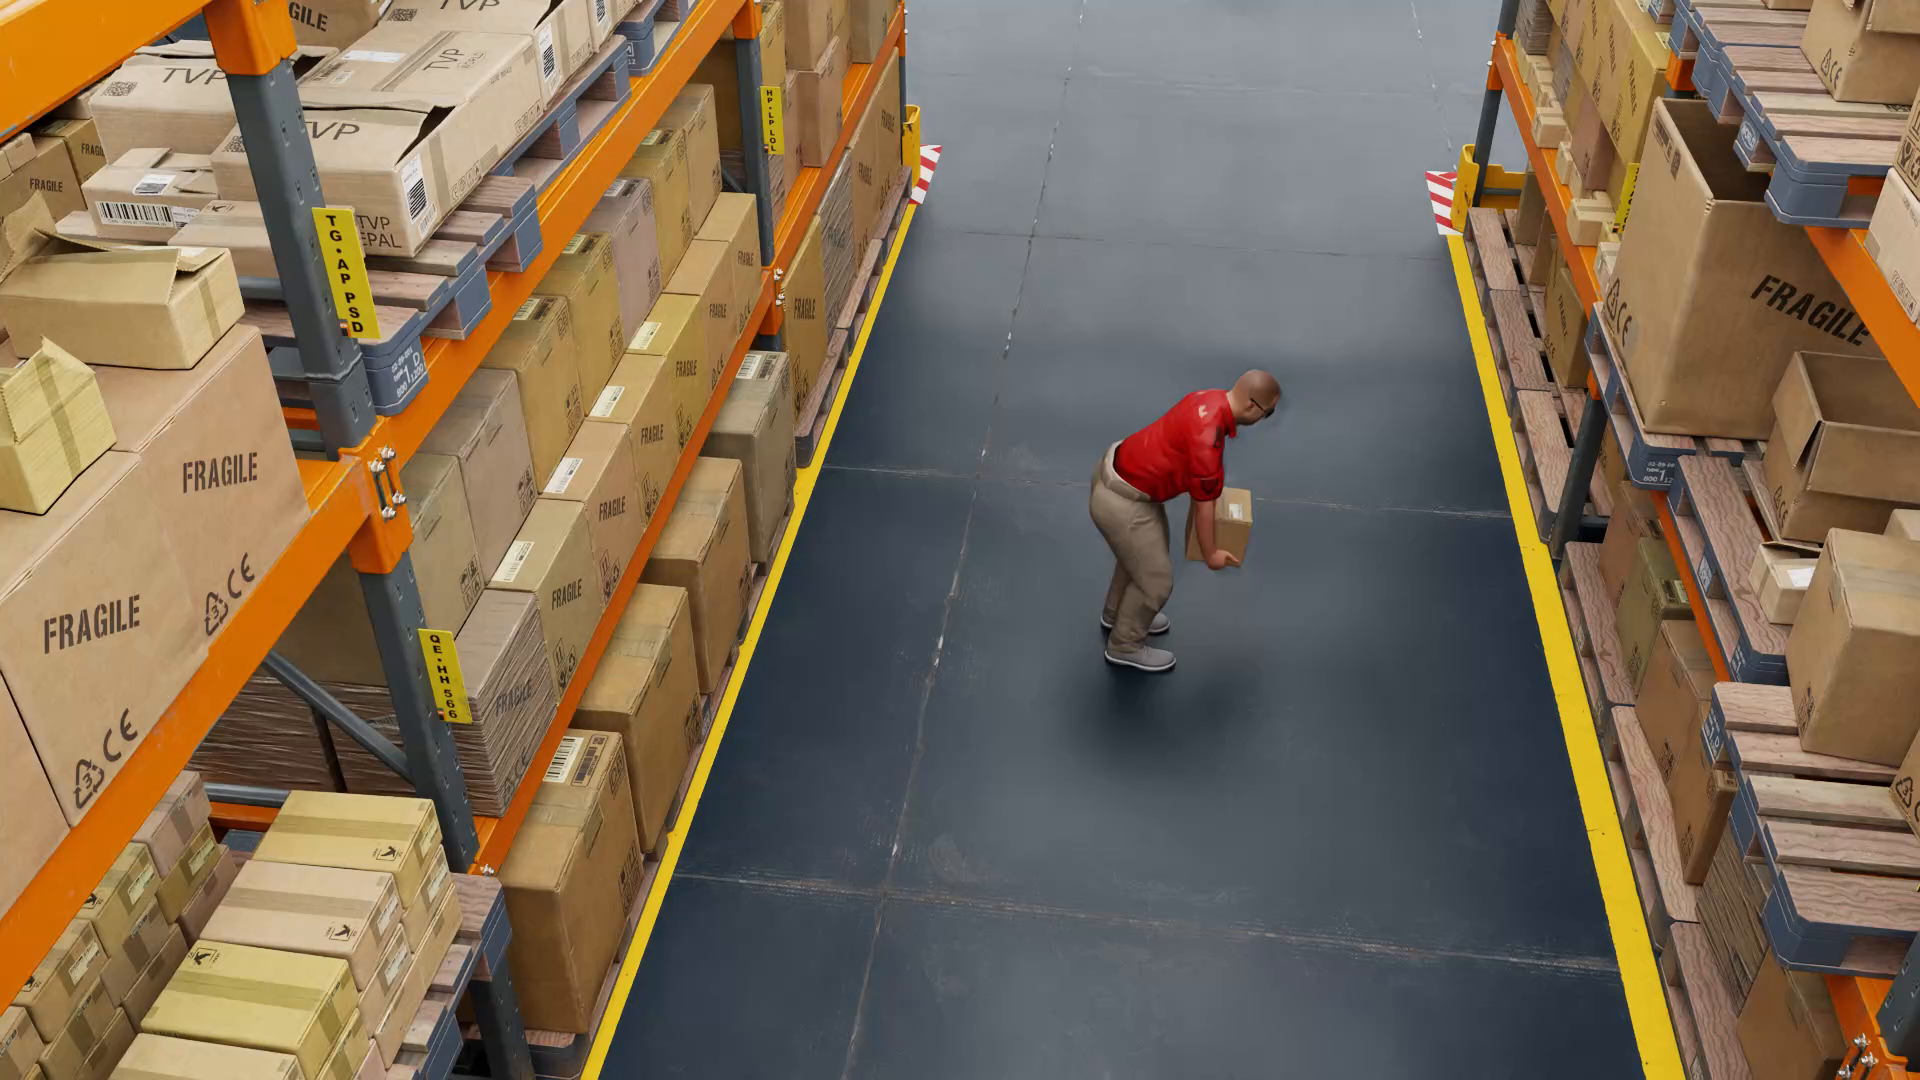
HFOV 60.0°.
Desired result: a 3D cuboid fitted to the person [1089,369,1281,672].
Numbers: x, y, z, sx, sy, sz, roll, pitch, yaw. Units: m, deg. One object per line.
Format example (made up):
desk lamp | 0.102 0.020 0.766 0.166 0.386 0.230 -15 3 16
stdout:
person | 0.962 -0.108 7.403 0.779 1.501 0.476 4 36 5
